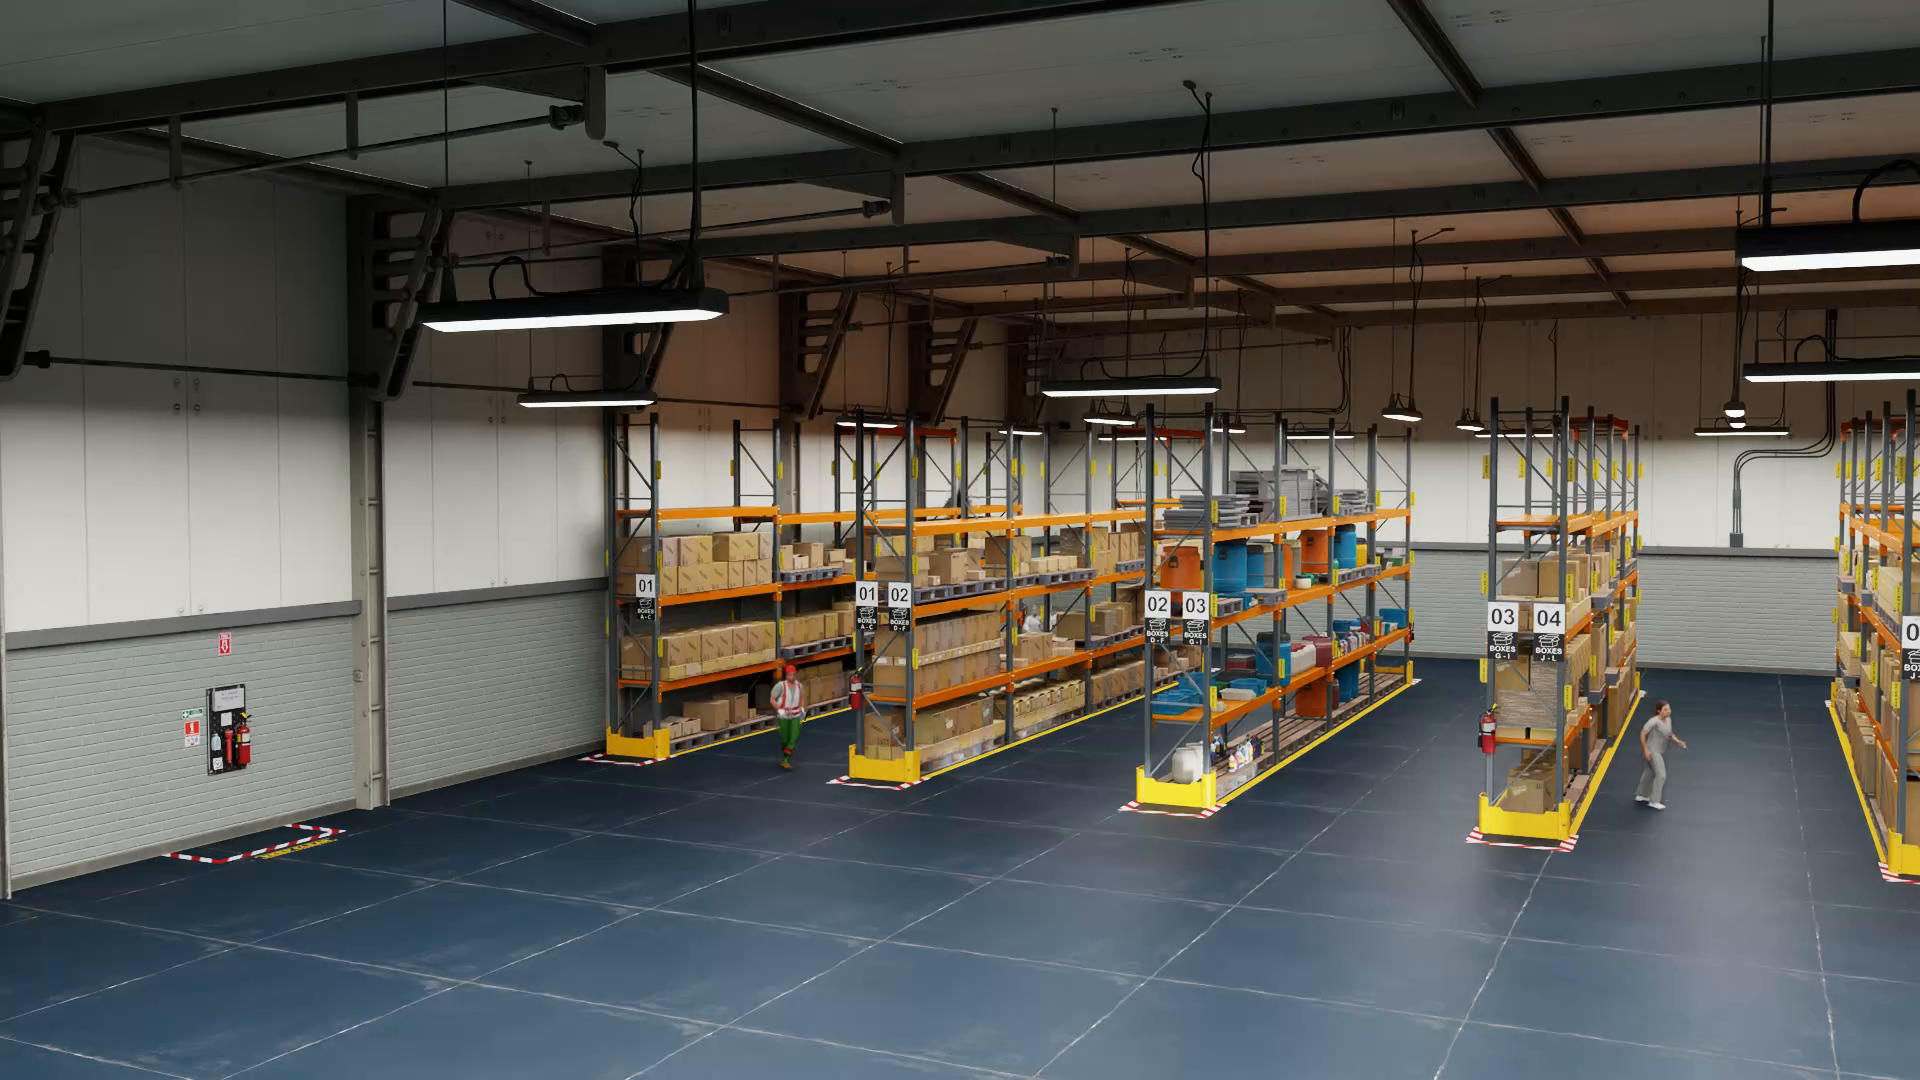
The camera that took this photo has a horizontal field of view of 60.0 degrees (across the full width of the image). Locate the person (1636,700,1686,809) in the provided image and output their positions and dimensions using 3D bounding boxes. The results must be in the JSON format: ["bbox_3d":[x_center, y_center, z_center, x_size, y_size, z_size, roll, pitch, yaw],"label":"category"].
[{"bbox_3d":[10.401,3.165,24.756,0.642,1.612,0.793,-2,3,-41],"label":"person"}]

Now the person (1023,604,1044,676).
[{"bbox_3d":[1.863,2.442,40.799,0.587,1.748,0.829,1,3,21],"label":"person"}]

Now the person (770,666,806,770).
[{"bbox_3d":[-2.918,2.962,28.011,0.644,1.736,0.677,-1,3,-22],"label":"person"}]
